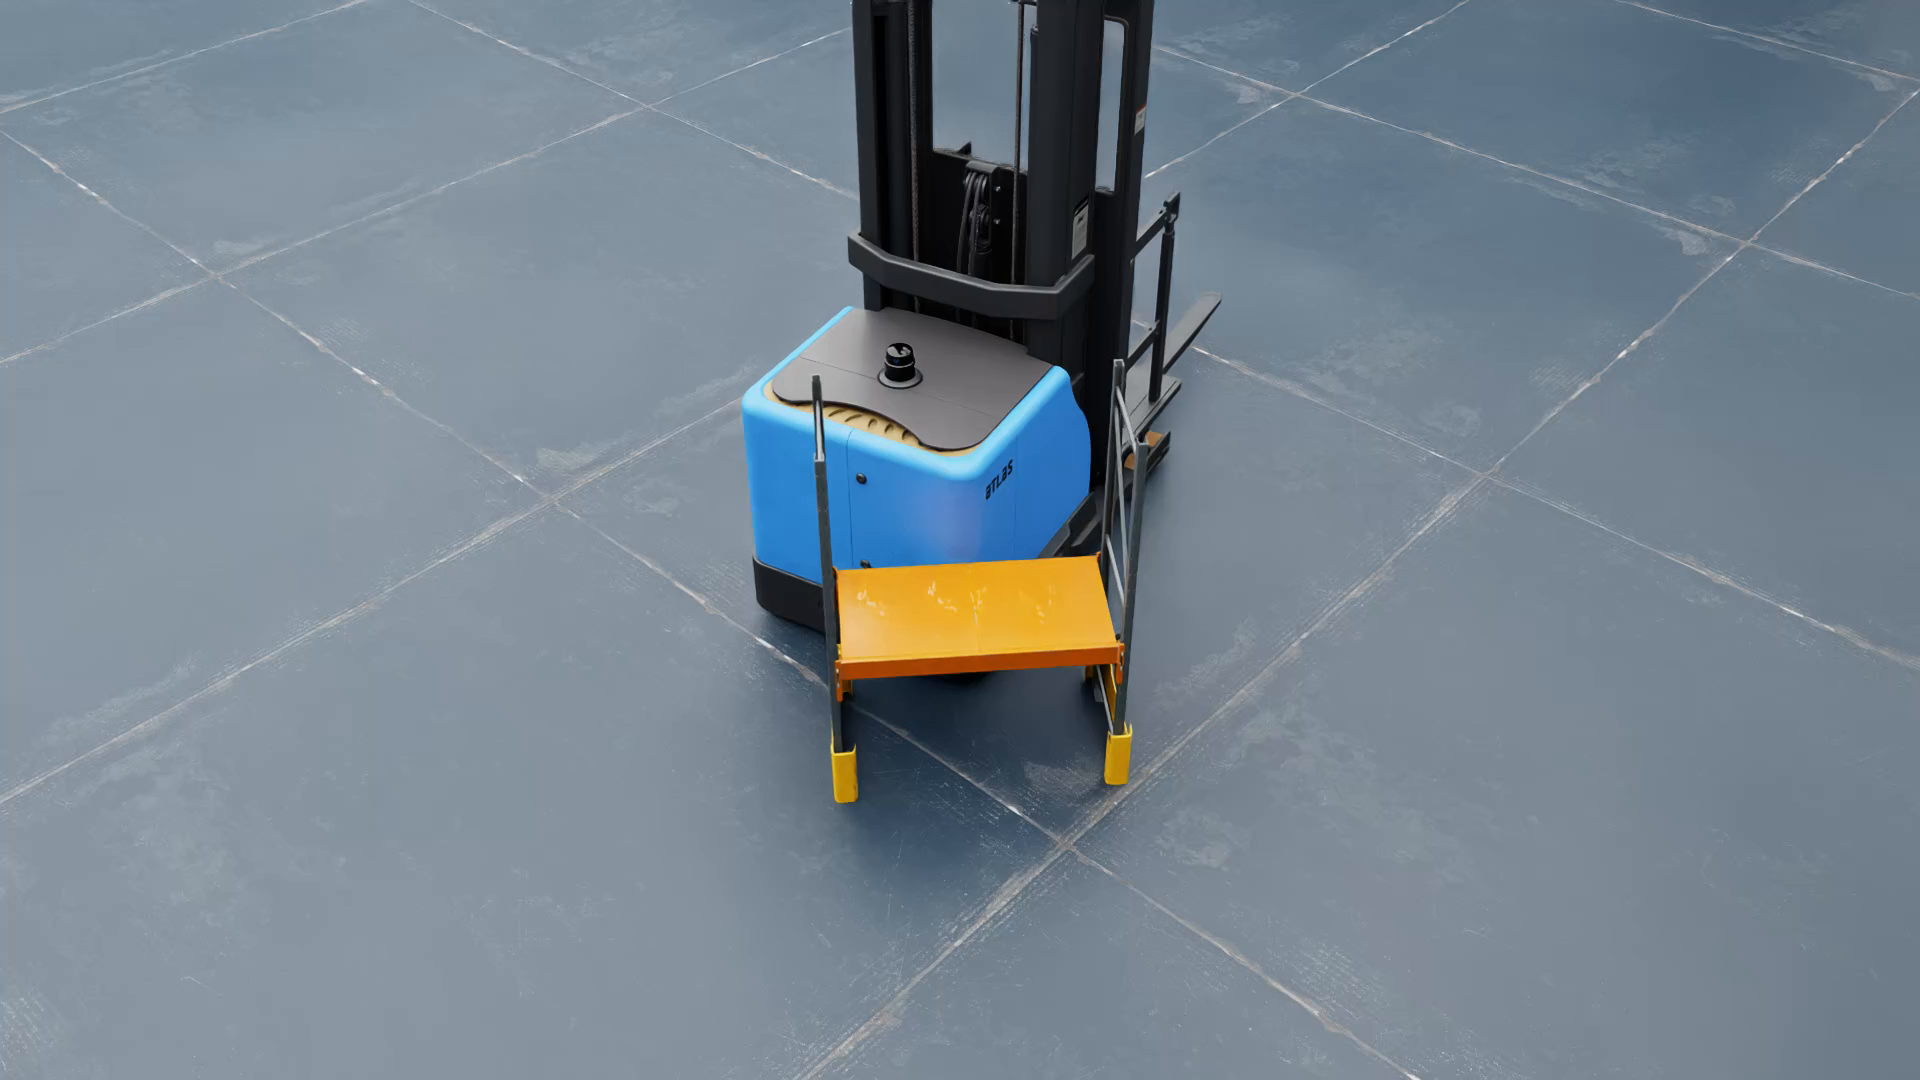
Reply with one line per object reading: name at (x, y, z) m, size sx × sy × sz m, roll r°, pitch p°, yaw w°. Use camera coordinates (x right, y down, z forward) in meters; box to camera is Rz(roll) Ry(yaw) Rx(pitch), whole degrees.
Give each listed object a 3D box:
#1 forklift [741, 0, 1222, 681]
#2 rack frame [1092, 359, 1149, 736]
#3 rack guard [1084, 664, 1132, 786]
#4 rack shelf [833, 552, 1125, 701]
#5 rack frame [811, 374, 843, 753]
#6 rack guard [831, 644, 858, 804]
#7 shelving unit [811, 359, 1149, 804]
forklift at (0.313, -1.502, 6.784) m, size 1.130 × 2.935 × 3.031 m, roll 19°, pitch 42°, yaw 22°
rack frame at (0.555, 0.133, 5.877) m, size 0.032 × 1.500 × 0.500 m, roll -3°, pitch 39°, yaw -4°
rack guard at (0.554, 0.622, 6.266) m, size 0.087 × 0.250 × 0.587 m, roll -3°, pitch 39°, yaw -4°
rack shelf at (0.048, 0.302, 5.954) m, size 1.000 × 0.185 × 0.538 m, roll -3°, pitch 39°, yaw -4°
rack frame at (-0.458, 0.189, 5.807) m, size 0.032 × 1.500 × 0.500 m, roll -3°, pitch 39°, yaw -4°
rack guard at (-0.439, 0.677, 6.198) m, size 0.087 × 0.250 × 0.587 m, roll -3°, pitch 39°, yaw -4°
shelving unit at (0.057, 0.161, 5.843) m, size 1.083 × 1.500 × 0.587 m, roll -3°, pitch 39°, yaw -4°
